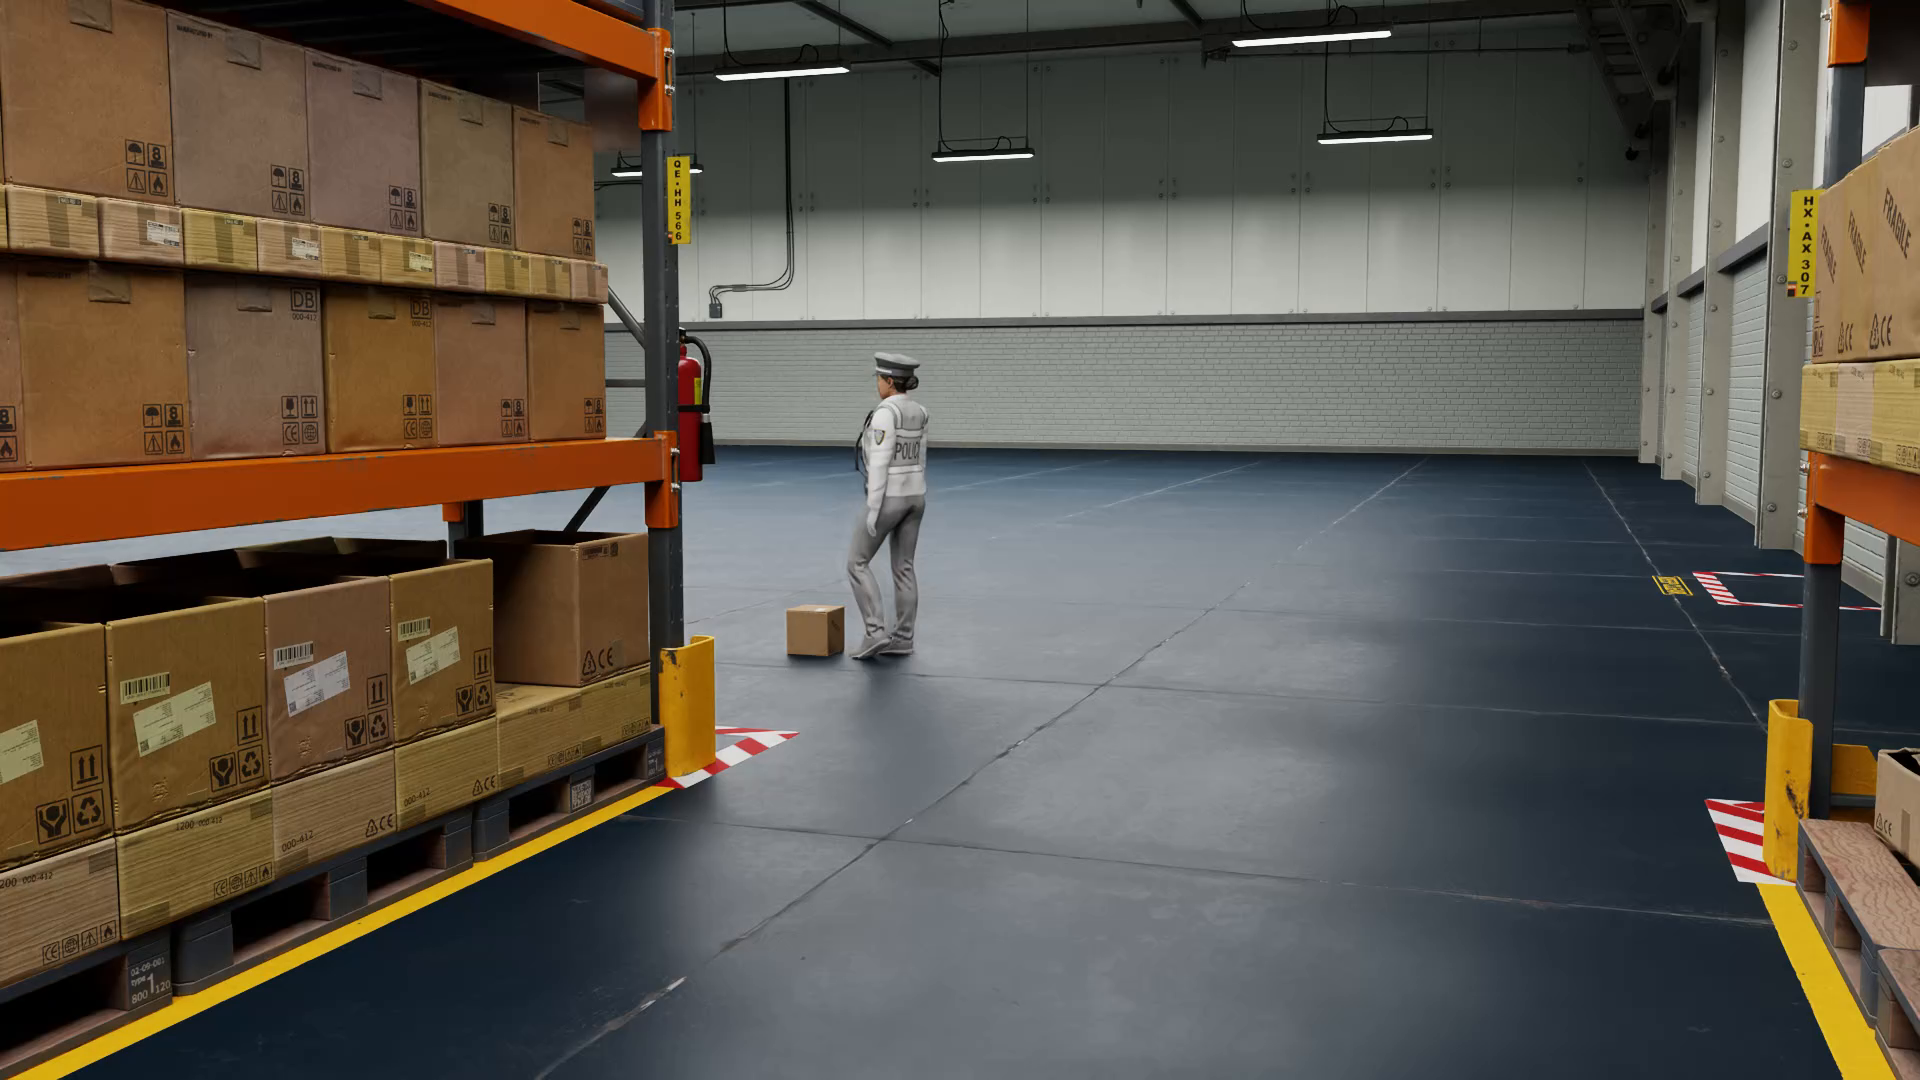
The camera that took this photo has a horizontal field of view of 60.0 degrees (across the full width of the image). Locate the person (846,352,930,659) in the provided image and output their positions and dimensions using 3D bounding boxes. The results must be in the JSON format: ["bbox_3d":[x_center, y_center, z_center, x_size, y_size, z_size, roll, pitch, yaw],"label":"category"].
[{"bbox_3d":[-0.381,-0.180,9.187,0.381,1.710,0.520,4,7,37],"label":"person"}]
